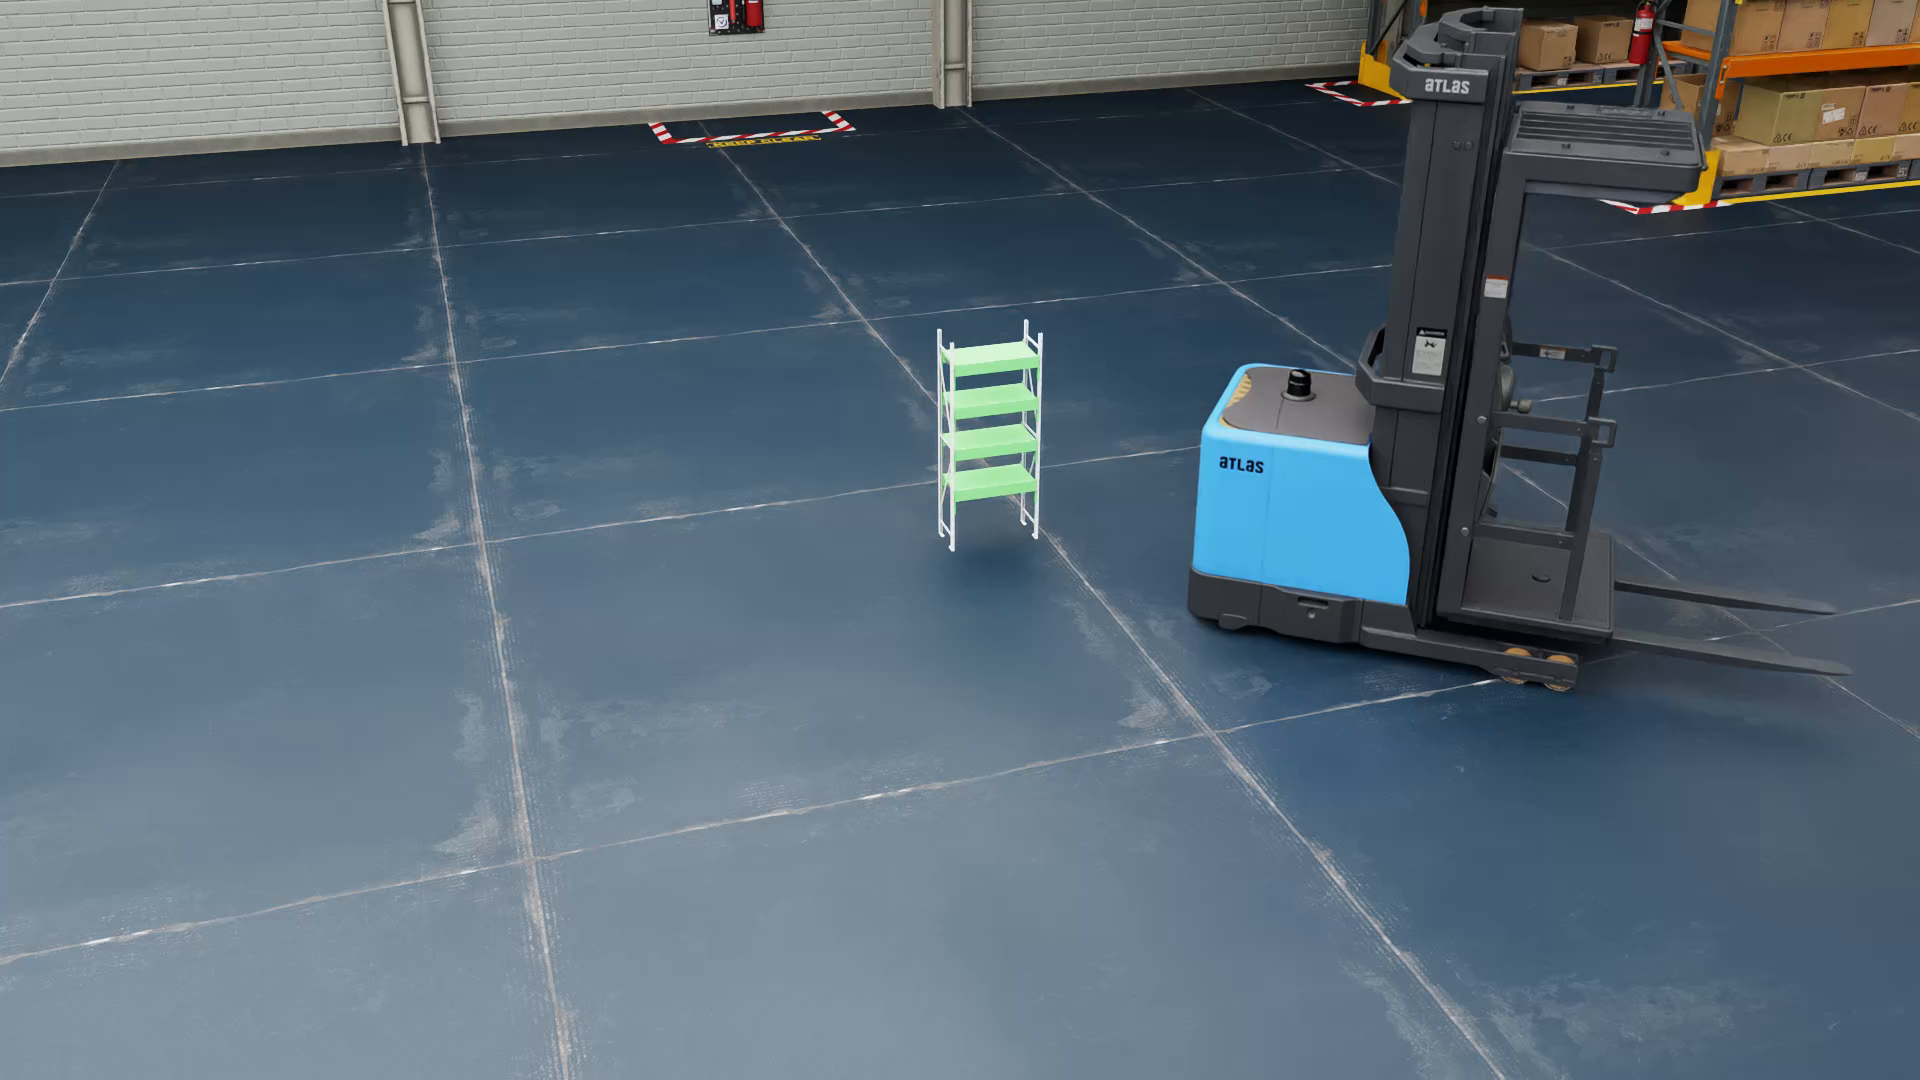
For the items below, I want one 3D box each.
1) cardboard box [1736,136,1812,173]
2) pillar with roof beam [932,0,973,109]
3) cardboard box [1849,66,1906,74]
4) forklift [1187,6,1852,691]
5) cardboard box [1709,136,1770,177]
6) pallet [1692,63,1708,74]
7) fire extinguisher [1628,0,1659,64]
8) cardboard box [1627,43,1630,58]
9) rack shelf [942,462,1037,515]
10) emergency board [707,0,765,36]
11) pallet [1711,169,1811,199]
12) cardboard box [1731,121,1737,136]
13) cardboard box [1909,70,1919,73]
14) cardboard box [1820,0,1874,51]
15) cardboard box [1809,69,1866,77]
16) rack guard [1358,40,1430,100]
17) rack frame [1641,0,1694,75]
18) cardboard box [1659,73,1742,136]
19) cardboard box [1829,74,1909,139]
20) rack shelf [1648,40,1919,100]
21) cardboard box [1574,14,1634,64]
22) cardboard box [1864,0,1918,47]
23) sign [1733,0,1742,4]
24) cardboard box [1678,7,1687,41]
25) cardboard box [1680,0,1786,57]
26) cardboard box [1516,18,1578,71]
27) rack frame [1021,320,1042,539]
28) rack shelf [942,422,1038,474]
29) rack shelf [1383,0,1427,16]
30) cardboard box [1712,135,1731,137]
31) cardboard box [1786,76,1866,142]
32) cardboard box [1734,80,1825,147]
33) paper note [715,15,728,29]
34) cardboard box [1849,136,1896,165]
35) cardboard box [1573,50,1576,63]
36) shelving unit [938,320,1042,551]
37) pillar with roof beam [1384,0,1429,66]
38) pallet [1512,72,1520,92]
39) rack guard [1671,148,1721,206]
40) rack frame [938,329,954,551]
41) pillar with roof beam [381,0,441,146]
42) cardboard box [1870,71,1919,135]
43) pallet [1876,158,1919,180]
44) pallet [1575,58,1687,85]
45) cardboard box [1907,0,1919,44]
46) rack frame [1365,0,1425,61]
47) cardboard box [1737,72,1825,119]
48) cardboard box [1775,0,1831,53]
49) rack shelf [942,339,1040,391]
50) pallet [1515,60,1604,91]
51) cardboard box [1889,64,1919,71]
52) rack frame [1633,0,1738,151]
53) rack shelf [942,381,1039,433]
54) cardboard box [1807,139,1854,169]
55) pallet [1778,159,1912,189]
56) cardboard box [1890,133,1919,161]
[{"bbox_3d":[7.806,-3.739,16.028,0.500,0.250,0.500,-8,28,-16],"label":"cardboard box"},{"bbox_3d":[1.241,-7.329,13.893,0.400,9.000,9.100,-8,28,-16],"label":"pillar with roof beam"},{"bbox_3d":[9.067,-4.506,16.730,0.500,0.500,0.500,-8,28,-16],"label":"cardboard box"},{"bbox_3d":[2.720,-0.870,7.706,3.031,2.935,1.130,9,28,17],"label":"forklift"},{"bbox_3d":[7.331,-3.669,15.886,0.500,0.250,0.500,-8,28,-16],"label":"cardboard box"},{"bbox_3d":[9.758,-6.236,21.574,1.213,0.211,1.003,-8,28,-16],"label":"pallet"},{"bbox_3d":[6.496,-4.878,15.789,0.183,0.674,0.296,-8,28,-16],"label":"fire extinguisher"},{"bbox_3d":[8.519,-6.219,21.095,0.250,0.166,0.380,-12,29,-23],"label":"cardboard box"},{"bbox_3d":[0.157,-0.288,9.164,0.480,0.148,0.258,-8,28,-16],"label":"rack shelf"},{"bbox_3d":[-2.454,-6.138,18.241,0.643,1.169,0.194,-8,28,-16],"label":"emergency board"},{"bbox_3d":[7.467,-3.606,16.277,1.213,0.211,1.003,-8,28,-16],"label":"pallet"},{"bbox_3d":[7.643,-3.962,16.476,0.500,0.250,0.500,-8,28,-16],"label":"cardboard box"},{"bbox_3d":[9.704,-4.355,16.426,0.500,0.500,0.500,-8,28,-16],"label":"cardboard box"},{"bbox_3d":[8.172,-4.976,15.788,0.500,0.500,0.700,-8,28,-16],"label":"cardboard box"},{"bbox_3d":[8.592,-4.437,16.590,0.500,0.500,0.500,-8,28,-16],"label":"cardboard box"},{"bbox_3d":[5.287,-5.717,20.204,0.348,0.500,1.175,-8,28,-16],"label":"rack guard"},{"bbox_3d":[9.018,-7.377,20.736,0.127,3.000,1.000,-8,28,-16],"label":"rack frame"},{"bbox_3d":[7.170,-4.224,16.163,0.500,0.500,0.500,-8,28,-16],"label":"cardboard box"},{"bbox_3d":[8.758,-4.210,16.134,0.500,0.500,0.500,-8,28,-16],"label":"cardboard box"},{"bbox_3d":[8.654,-4.686,16.124,4.000,0.370,1.077,-8,28,-16],"label":"rack shelf"},{"bbox_3d":[8.044,-6.295,20.873,0.500,0.500,0.500,-10,28,-20],"label":"cardboard box"},{"bbox_3d":[8.672,-5.050,15.937,0.500,0.500,0.700,-7,27,-15],"label":"cardboard box"},{"bbox_3d":[6.919,-4.920,14.725,0.005,0.325,0.100,-8,28,-16],"label":"sign"},{"bbox_3d":[9.713,-6.563,21.413,0.500,0.500,0.700,-7,27,-14],"label":"cardboard box"},{"bbox_3d":[7.200,-4.836,15.505,0.500,0.500,0.700,-8,28,-16],"label":"cardboard box"},{"bbox_3d":[7.156,-6.119,20.519,0.500,0.500,0.700,-10,28,-19],"label":"cardboard box"},{"bbox_3d":[0.389,-0.594,9.097,0.015,1.200,0.240,-8,28,-16],"label":"rack frame"},{"bbox_3d":[0.157,-0.503,9.058,0.480,0.148,0.258,-8,28,-16],"label":"rack shelf"},{"bbox_3d":[7.117,-6.780,20.342,4.000,0.370,1.077,-8,28,-16],"label":"rack shelf"},{"bbox_3d":[7.171,-3.888,16.328,0.500,0.250,0.500,-8,28,-16],"label":"cardboard box"},{"bbox_3d":[8.278,-4.149,16.010,0.500,0.500,0.500,-8,28,-16],"label":"cardboard box"},{"bbox_3d":[7.806,-4.074,15.860,0.500,0.500,0.500,-8,28,-16],"label":"cardboard box"},{"bbox_3d":[-2.644,-5.748,18.446,0.142,0.148,0.016,-8,28,-16],"label":"paper note"},{"bbox_3d":[8.758,-3.875,16.301,0.500,0.250,0.500,-8,28,-16],"label":"cardboard box"},{"bbox_3d":[7.491,-6.086,20.846,0.250,0.149,0.380,-11,28,-20],"label":"cardboard box"},{"bbox_3d":[0.157,-0.560,9.029,0.503,1.200,0.258,-8,28,-16],"label":"shelving unit"},{"bbox_3d":[6.946,-8.155,15.557,0.400,9.000,9.100,-8,28,-16],"label":"pillar with roof beam"},{"bbox_3d":[6.071,-5.685,20.463,1.213,0.211,1.003,-8,28,-16],"label":"pallet"},{"bbox_3d":[6.730,-3.609,15.958,0.348,0.500,1.175,-8,28,-16],"label":"rack guard"},{"bbox_3d":[-0.075,-0.527,8.961,0.015,1.200,0.240,-8,28,-16],"label":"rack frame"},{"bbox_3d":[-4.464,-6.503,12.229,0.400,9.000,9.100,-8,28,-16],"label":"pillar with roof beam"},{"bbox_3d":[9.229,-4.285,16.284,0.500,0.500,0.500,-8,28,-16],"label":"cardboard box"},{"bbox_3d":[9.787,-3.942,16.954,1.213,0.211,1.003,-8,28,-16],"label":"pallet"},{"bbox_3d":[8.391,-6.021,21.140,1.213,0.211,1.003,-8,28,-16],"label":"pallet"},{"bbox_3d":[9.158,-5.121,16.080,0.500,0.500,0.700,-8,27,-15],"label":"cardboard box"},{"bbox_3d":[5.215,-6.826,19.627,0.127,3.000,1.000,-8,28,-16],"label":"rack frame"},{"bbox_3d":[8.117,-4.368,16.452,0.500,0.500,0.500,-8,28,-16],"label":"cardboard box"},{"bbox_3d":[7.698,-4.910,15.655,0.500,0.500,0.700,-8,27,-15],"label":"cardboard box"},{"bbox_3d":[0.157,-0.933,8.844,0.480,0.148,0.258,-8,28,-16],"label":"rack shelf"},{"bbox_3d":[7.229,-5.851,20.798,1.213,0.211,1.003,-8,28,-16],"label":"pallet"},{"bbox_3d":[9.545,-4.572,16.863,0.500,0.500,0.500,-8,28,-16],"label":"cardboard box"},{"bbox_3d":[6.753,-4.732,15.409,0.127,3.000,1.000,-8,28,-16],"label":"rack frame"},{"bbox_3d":[0.157,-0.718,8.951,0.480,0.148,0.258,-8,28,-16],"label":"rack shelf"},{"bbox_3d":[8.281,-3.808,16.167,0.500,0.250,0.500,-8,28,-16],"label":"cardboard box"},{"bbox_3d":[8.625,-3.773,16.612,1.213,0.211,1.003,-8,28,-16],"label":"pallet"},{"bbox_3d":[9.233,-3.944,16.440,0.500,0.250,0.500,-8,28,-16],"label":"cardboard box"}]
